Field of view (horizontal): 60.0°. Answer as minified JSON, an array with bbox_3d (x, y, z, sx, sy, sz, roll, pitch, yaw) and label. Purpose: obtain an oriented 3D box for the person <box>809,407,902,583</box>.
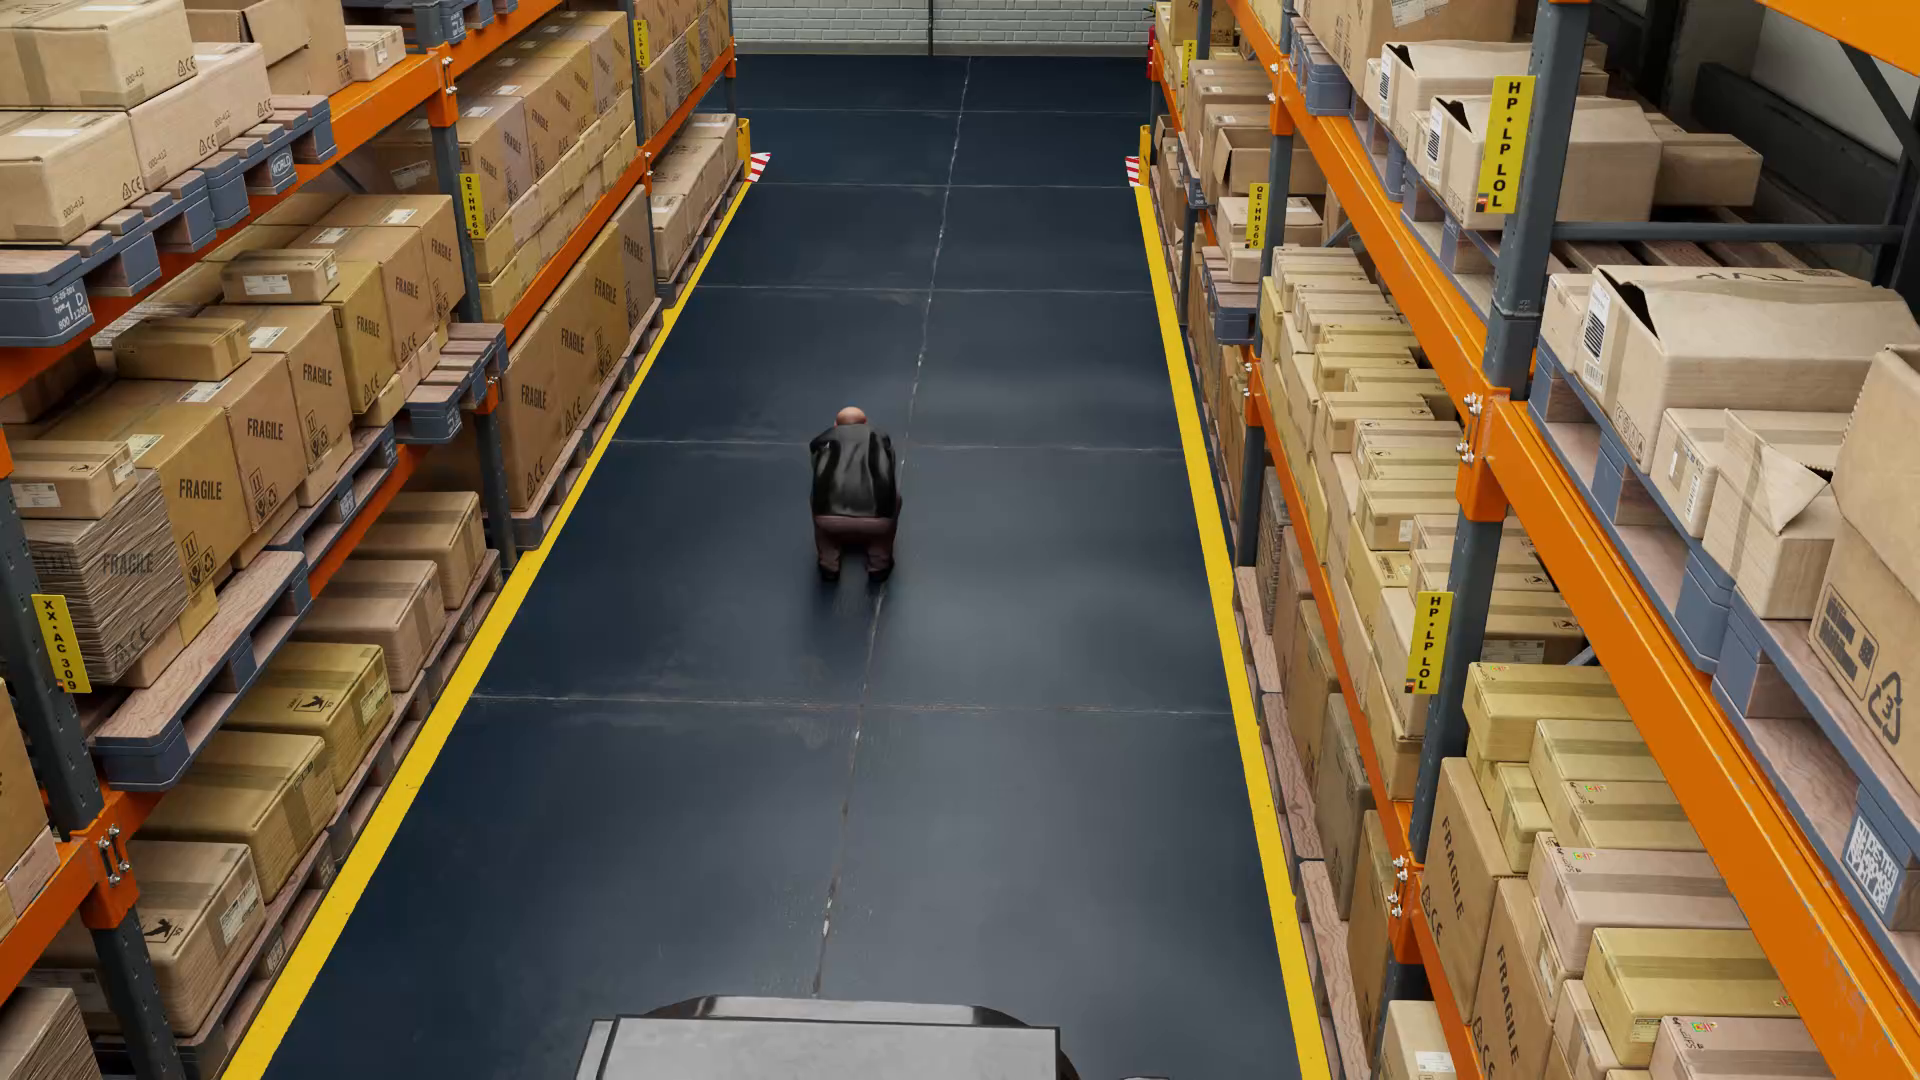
[{"bbox_3d":[-0.579,-0.223,9.154,0.512,0.806,0.928,0,28,1],"label":"person"}]
